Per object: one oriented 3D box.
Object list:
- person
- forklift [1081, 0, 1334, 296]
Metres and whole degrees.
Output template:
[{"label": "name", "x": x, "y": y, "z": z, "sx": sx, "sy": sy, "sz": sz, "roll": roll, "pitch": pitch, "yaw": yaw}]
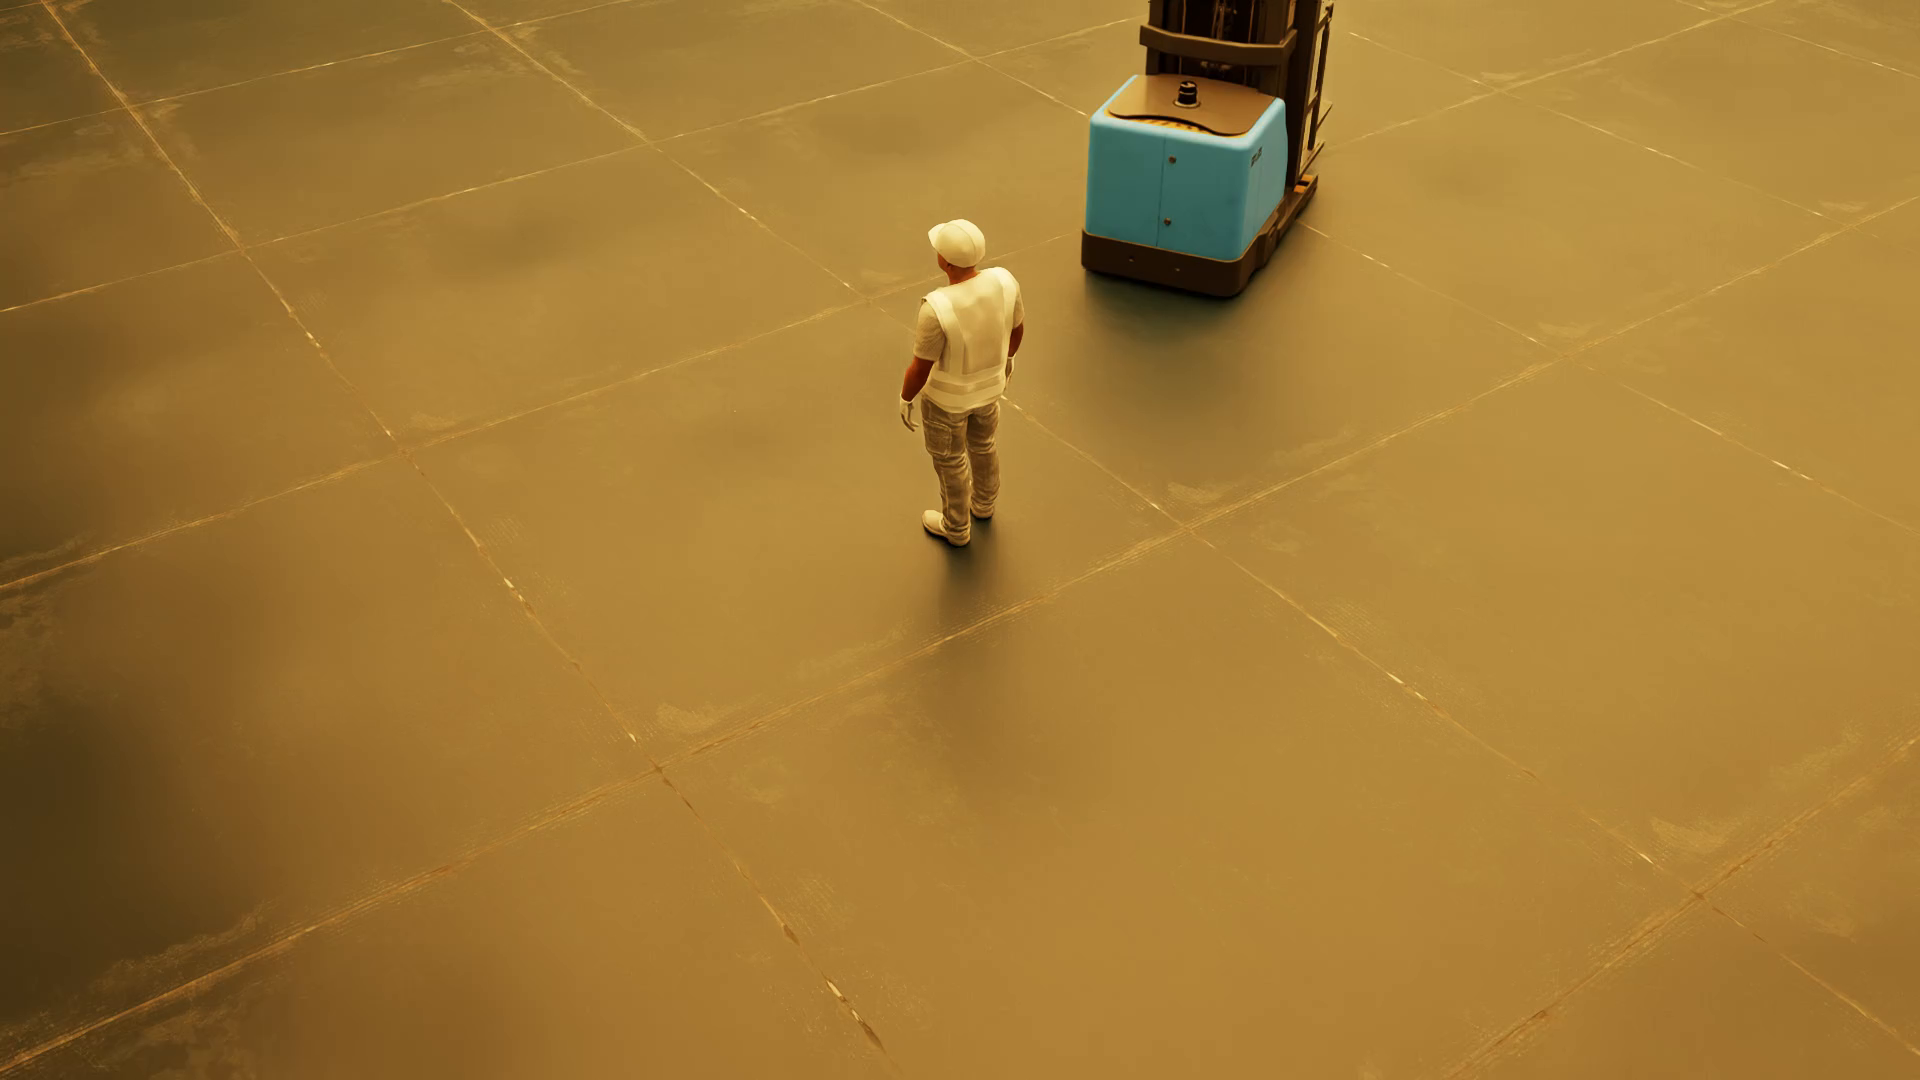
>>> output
[{"label": "person", "x": -0.035, "y": -0.761, "z": 7.927, "sx": 0.657, "sy": 1.785, "sz": 0.575, "roll": -23, "pitch": 42, "yaw": -28}, {"label": "forklift", "x": 1.855, "y": -3.560, "z": 10.759, "sx": 1.130, "sy": 2.935, "sz": 3.031, "roll": 15, "pitch": 39, "yaw": 20}]
